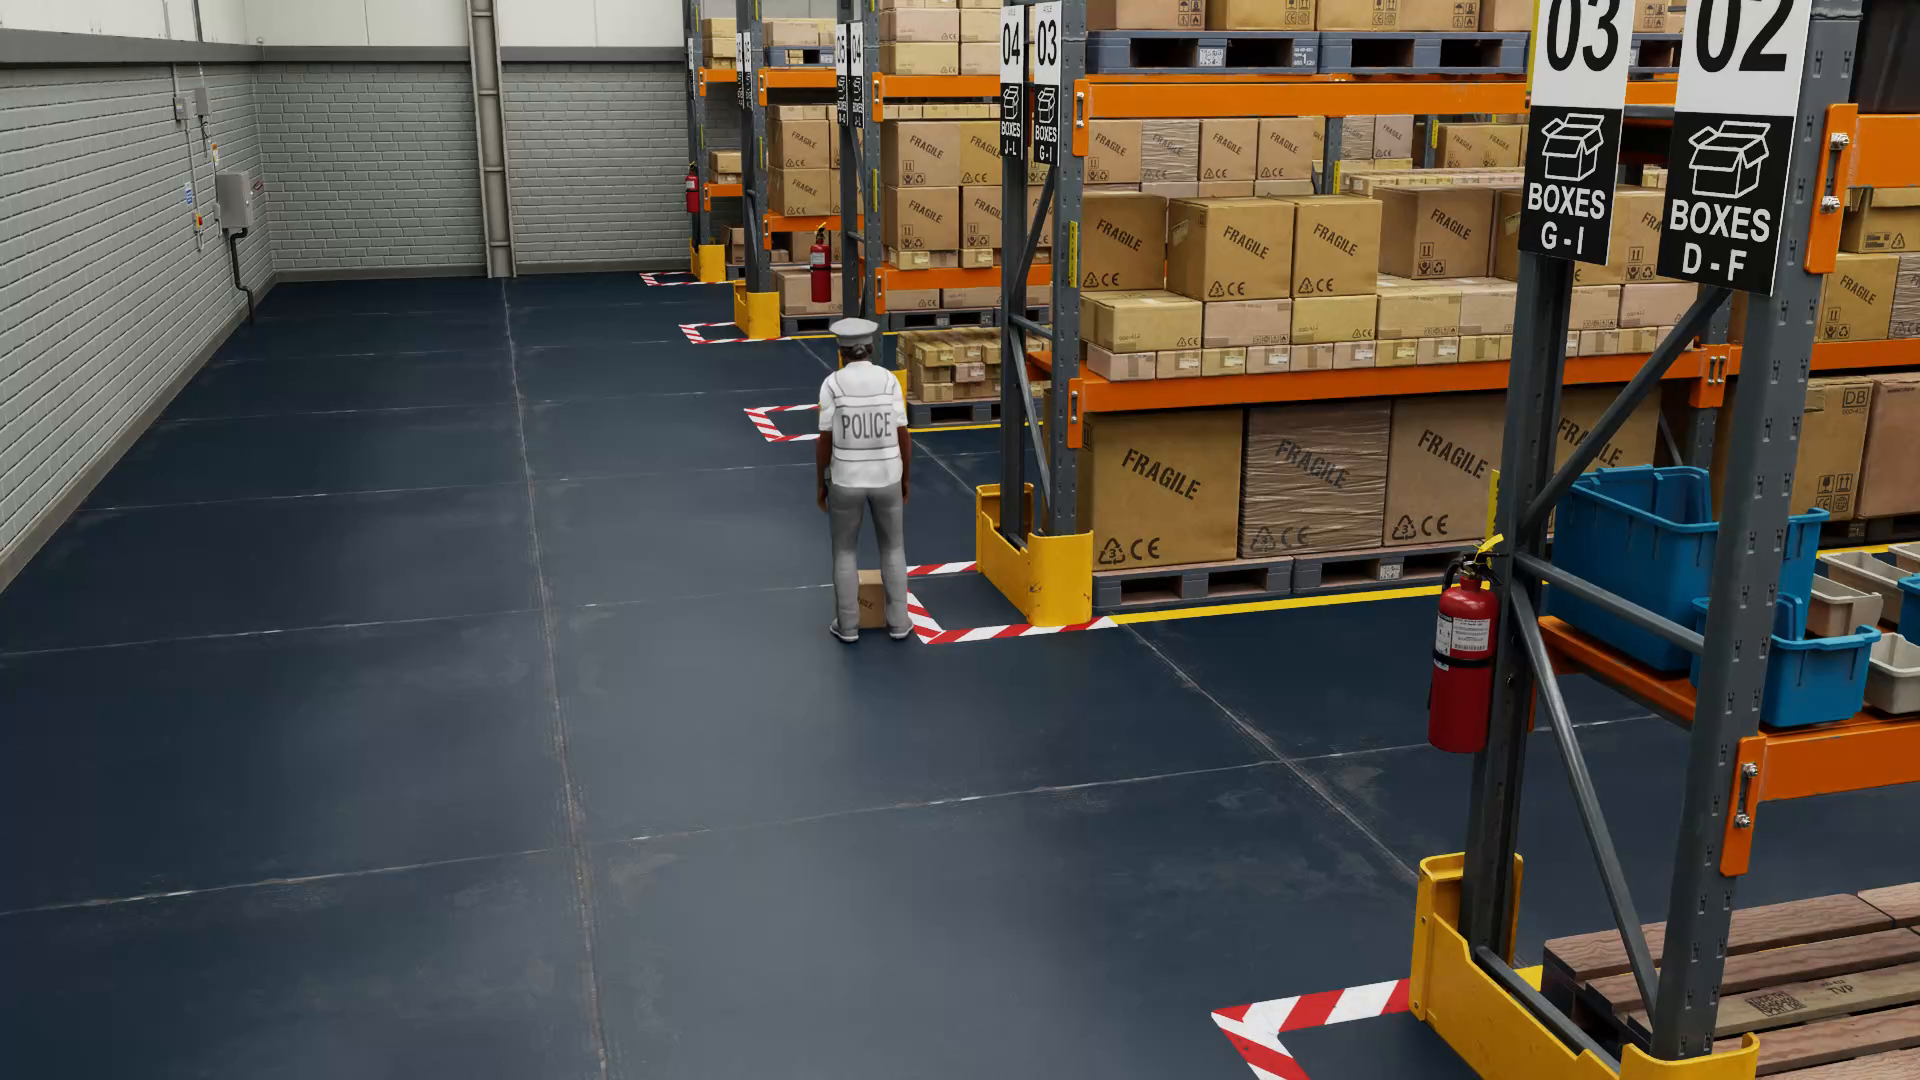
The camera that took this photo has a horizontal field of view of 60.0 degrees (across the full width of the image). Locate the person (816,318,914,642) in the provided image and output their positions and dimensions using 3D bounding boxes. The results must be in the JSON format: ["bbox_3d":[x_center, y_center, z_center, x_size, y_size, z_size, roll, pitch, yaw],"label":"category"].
[{"bbox_3d":[-0.484,-0.292,8.549,0.518,1.656,0.397,-3,16,-11],"label":"person"}]
